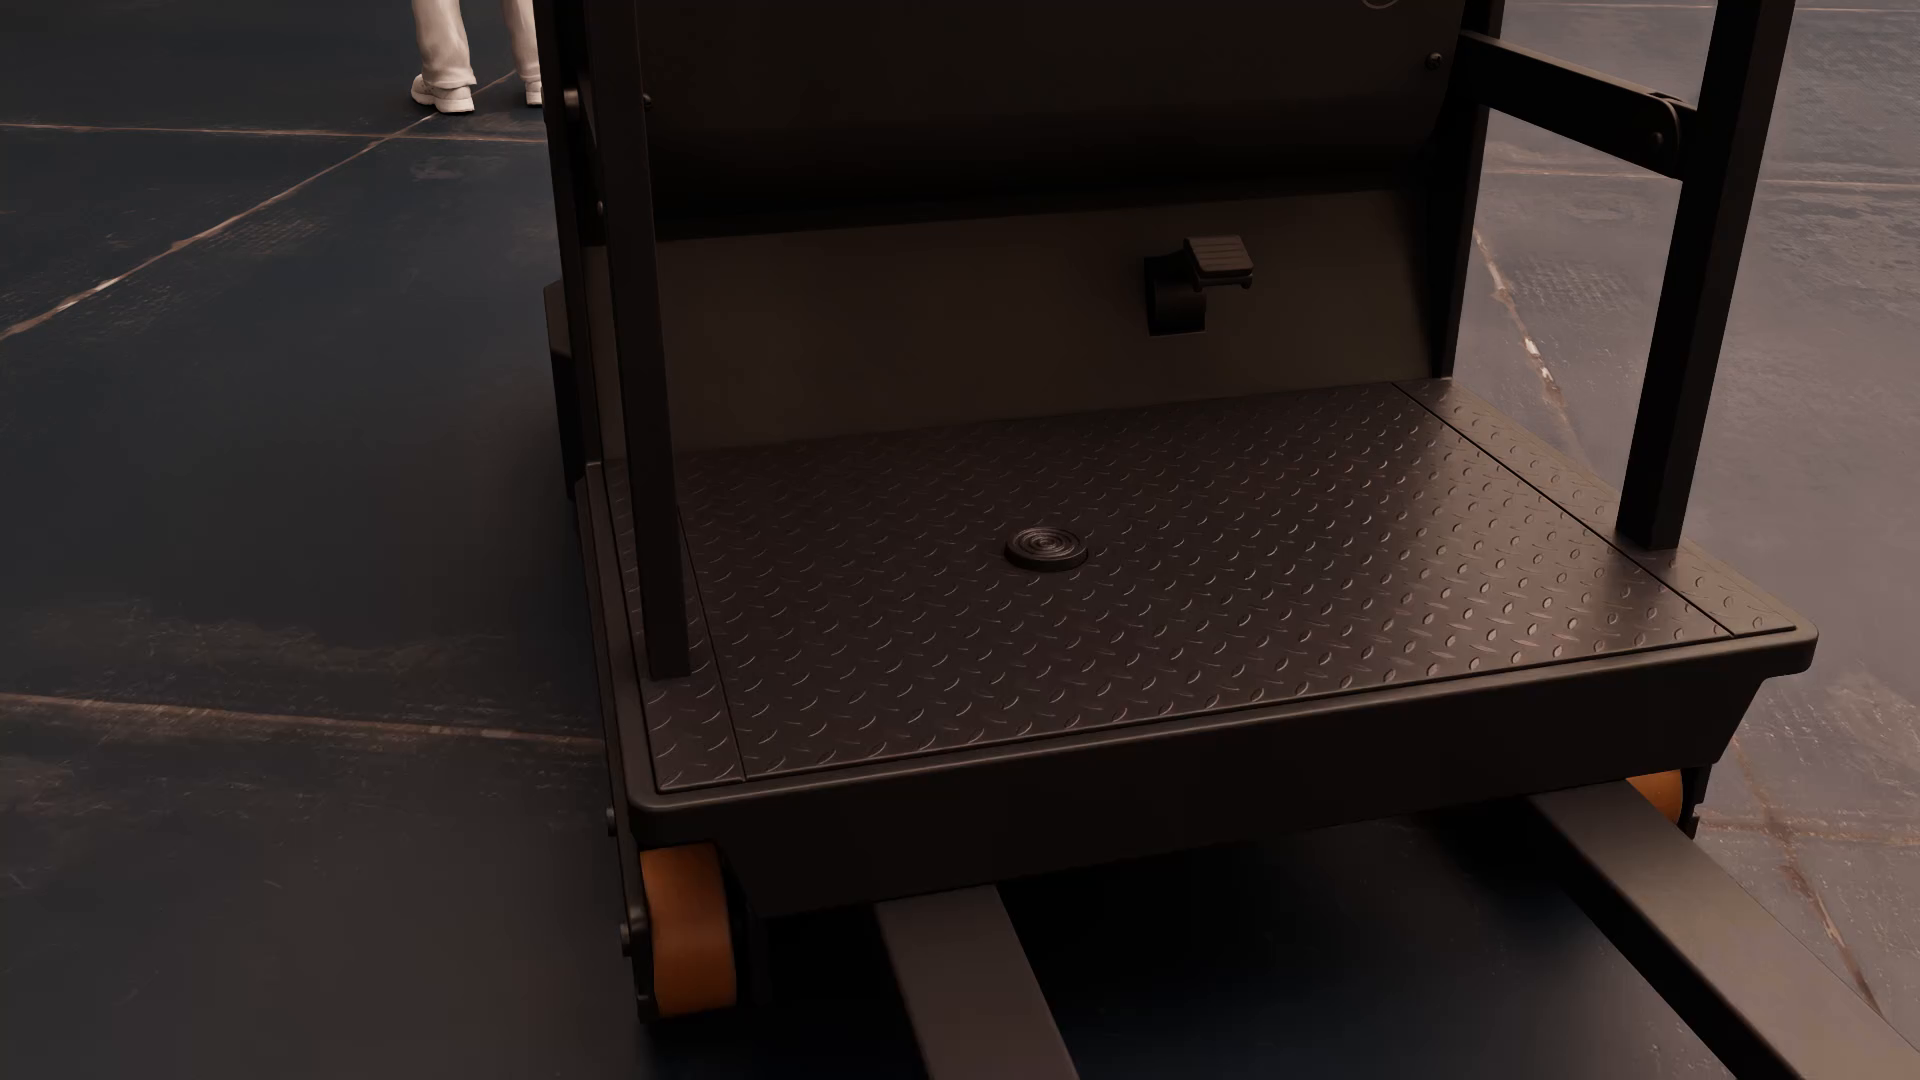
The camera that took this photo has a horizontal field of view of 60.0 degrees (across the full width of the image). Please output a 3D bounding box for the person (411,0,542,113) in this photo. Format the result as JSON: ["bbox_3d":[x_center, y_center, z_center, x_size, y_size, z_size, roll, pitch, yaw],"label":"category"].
[{"bbox_3d":[-1.518,-2.179,4.882,0.640,1.773,0.436,-13,29,-25],"label":"person"}]

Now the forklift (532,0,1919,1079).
[{"bbox_3d":[0.153,-1.049,1.319,1.130,2.935,3.031,-7,27,-13],"label":"forklift"}]
